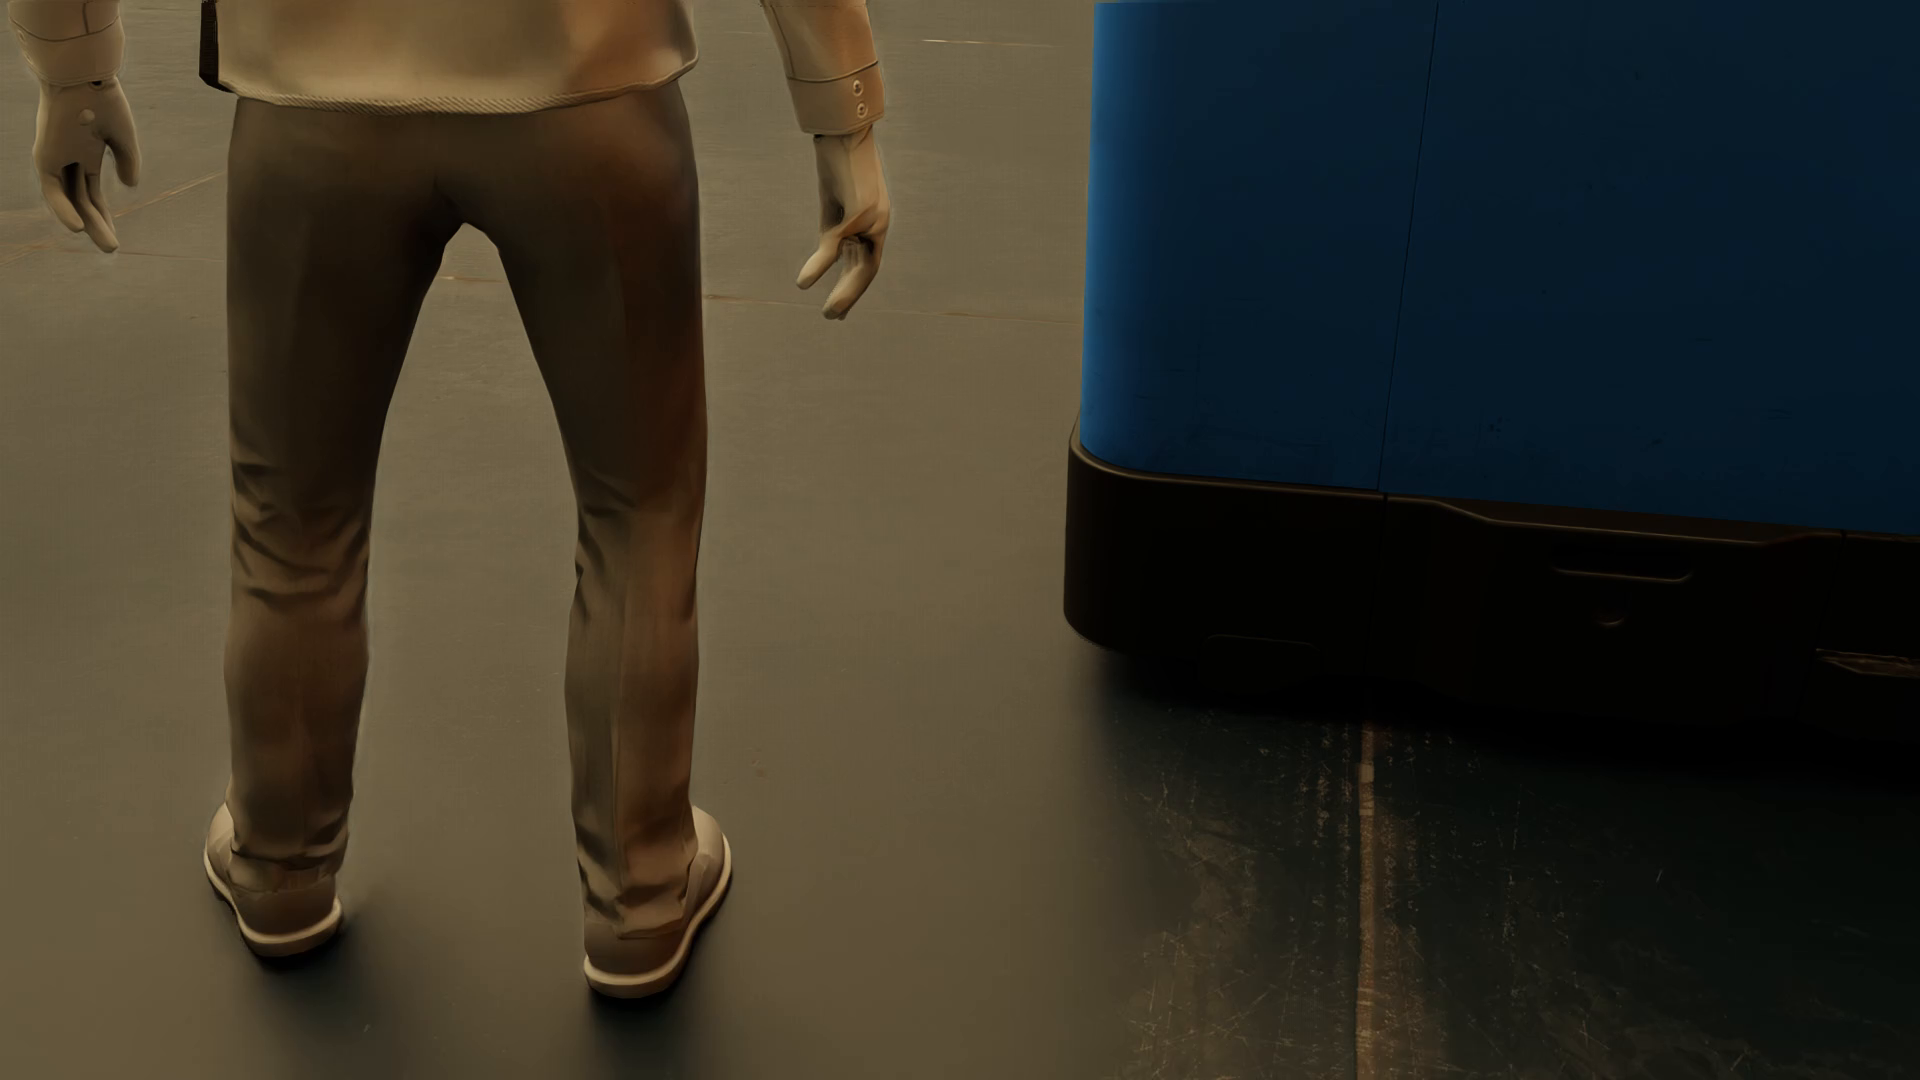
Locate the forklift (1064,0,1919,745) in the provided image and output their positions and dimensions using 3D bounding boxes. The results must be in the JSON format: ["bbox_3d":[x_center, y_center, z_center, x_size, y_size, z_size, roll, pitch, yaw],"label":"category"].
[{"bbox_3d":[1.704,-1.210,1.645,3.031,2.935,1.130,5,27,10],"label":"forklift"}]

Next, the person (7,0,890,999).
[{"bbox_3d":[-0.438,-0.350,1.382,0.753,1.641,0.365,-2,27,-3],"label":"person"}]
